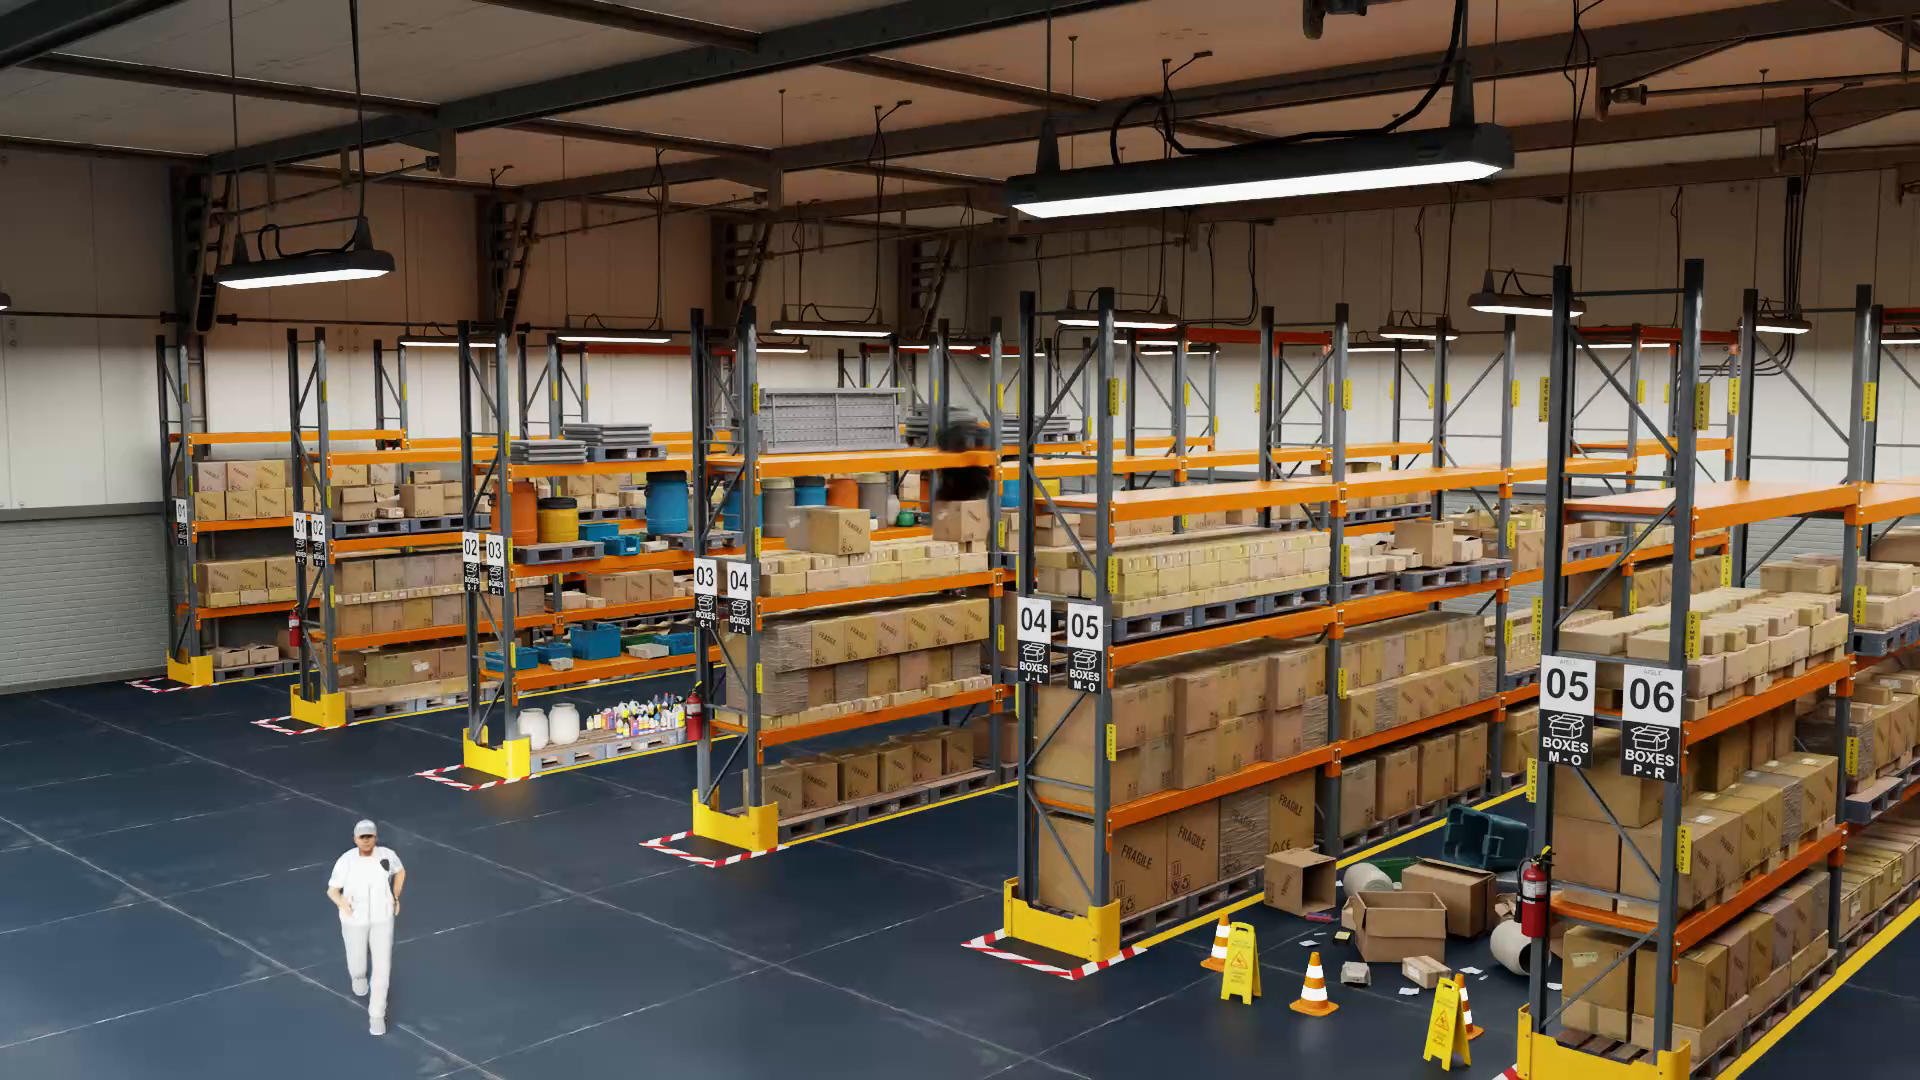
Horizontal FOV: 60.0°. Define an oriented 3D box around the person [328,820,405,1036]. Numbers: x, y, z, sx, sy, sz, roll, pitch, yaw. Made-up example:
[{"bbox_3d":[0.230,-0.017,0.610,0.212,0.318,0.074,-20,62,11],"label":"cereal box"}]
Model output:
[{"bbox_3d":[-4.797,3.085,13.494,0.607,1.659,0.849,-2,6,-23],"label":"person"}]
